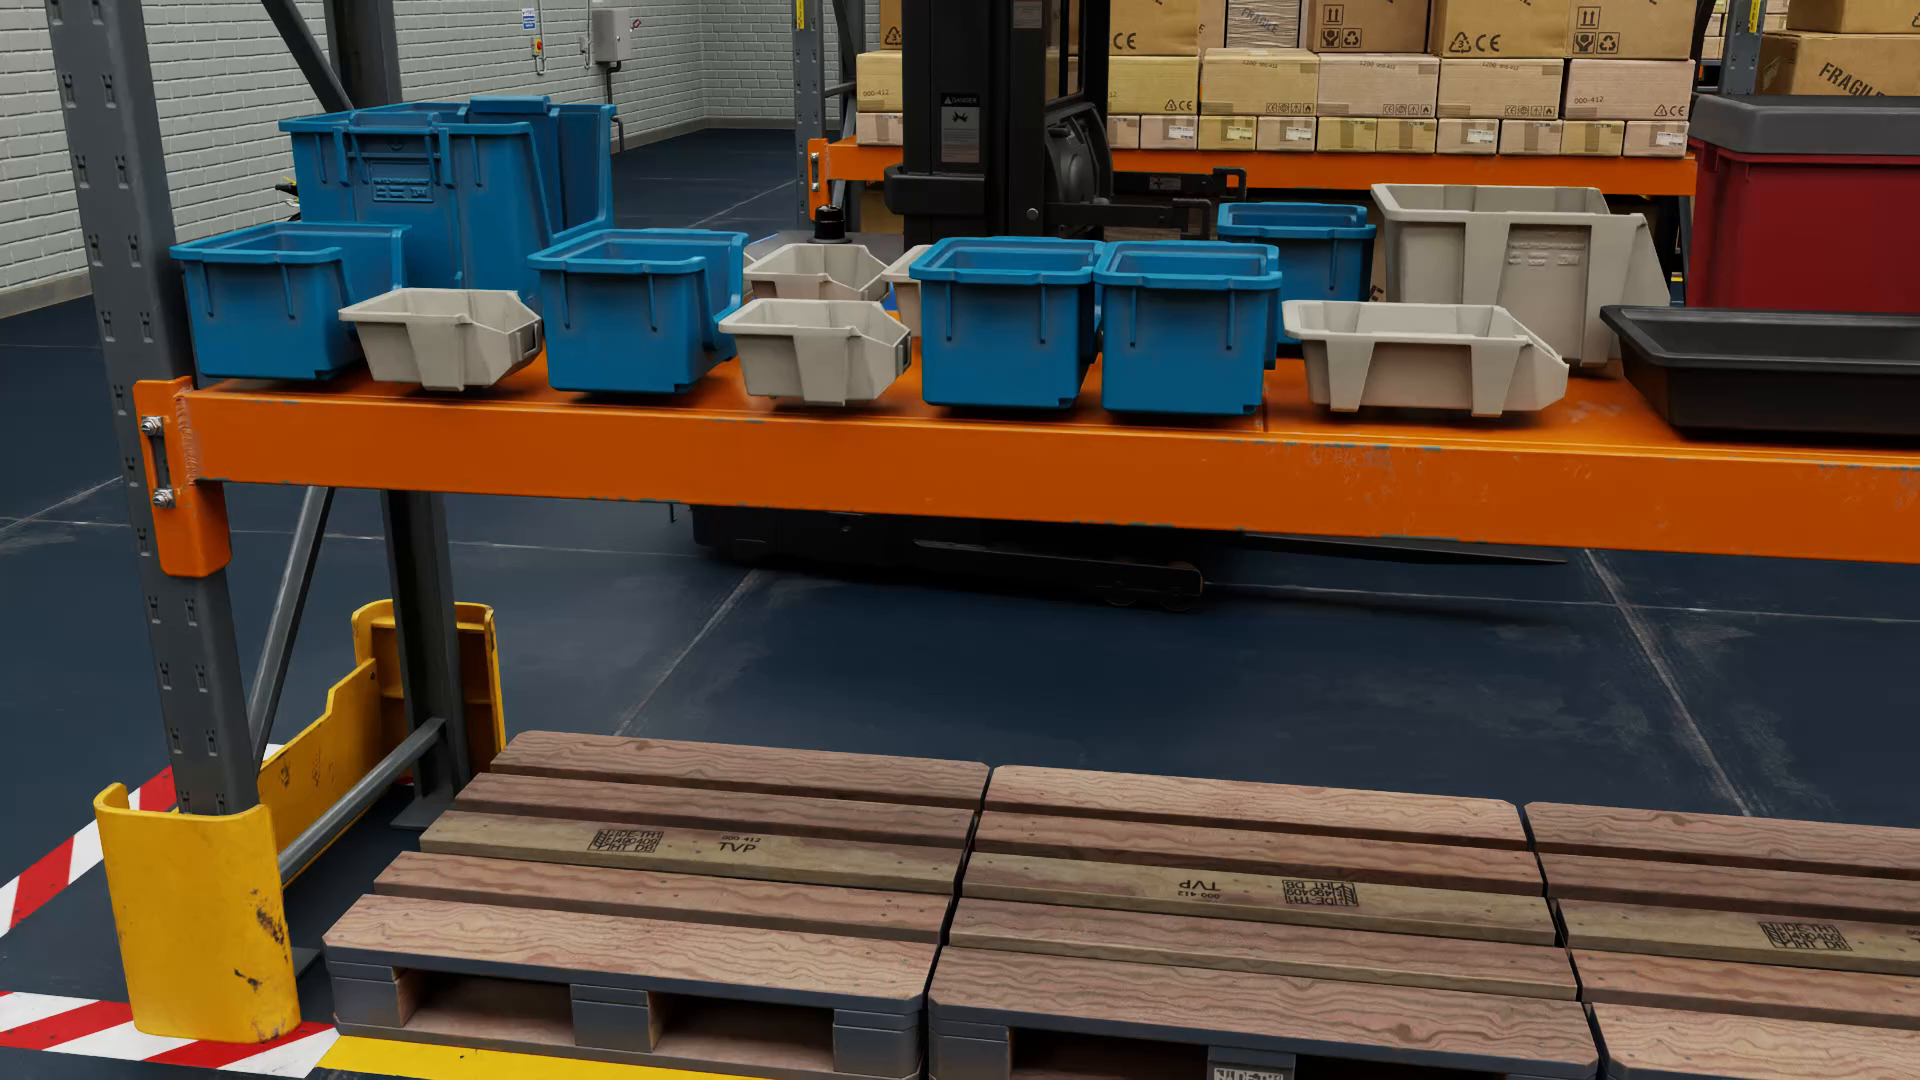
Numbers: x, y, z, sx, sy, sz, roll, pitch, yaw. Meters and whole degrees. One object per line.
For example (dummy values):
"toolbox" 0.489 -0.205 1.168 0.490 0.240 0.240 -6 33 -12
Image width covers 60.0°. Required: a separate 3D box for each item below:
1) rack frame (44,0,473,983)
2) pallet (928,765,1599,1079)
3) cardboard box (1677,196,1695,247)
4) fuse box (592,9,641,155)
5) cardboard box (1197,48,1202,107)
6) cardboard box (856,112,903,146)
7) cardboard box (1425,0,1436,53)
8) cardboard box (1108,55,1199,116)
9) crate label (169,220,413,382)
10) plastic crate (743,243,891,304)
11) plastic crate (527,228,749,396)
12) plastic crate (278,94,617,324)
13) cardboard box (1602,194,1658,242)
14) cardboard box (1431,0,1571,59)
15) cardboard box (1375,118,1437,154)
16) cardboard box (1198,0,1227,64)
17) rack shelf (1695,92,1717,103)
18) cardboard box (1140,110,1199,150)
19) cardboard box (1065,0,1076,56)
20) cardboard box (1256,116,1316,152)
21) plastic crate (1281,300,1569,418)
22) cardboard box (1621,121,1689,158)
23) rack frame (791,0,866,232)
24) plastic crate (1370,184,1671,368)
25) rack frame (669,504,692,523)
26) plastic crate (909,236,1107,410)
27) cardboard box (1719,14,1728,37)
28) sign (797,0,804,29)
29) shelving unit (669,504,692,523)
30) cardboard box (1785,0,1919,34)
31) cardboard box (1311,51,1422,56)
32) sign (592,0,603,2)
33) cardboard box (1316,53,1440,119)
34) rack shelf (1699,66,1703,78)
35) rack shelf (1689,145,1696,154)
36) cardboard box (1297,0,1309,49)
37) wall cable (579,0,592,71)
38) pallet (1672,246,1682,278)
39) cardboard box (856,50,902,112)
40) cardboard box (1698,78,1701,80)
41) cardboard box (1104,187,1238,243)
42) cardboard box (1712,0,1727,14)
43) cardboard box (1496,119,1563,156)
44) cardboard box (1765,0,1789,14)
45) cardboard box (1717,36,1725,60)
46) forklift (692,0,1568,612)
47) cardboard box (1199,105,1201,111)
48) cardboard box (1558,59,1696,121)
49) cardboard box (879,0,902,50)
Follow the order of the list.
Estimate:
"rack frame" -1.403 -0.611 3.401 0.127 3.000 1.000 3 19 9
"pallet" 0.607 0.827 3.498 1.213 0.211 1.003 3 19 9
"cardboard box" 5.429 -2.377 11.959 0.500 0.500 0.500 4 19 11
"fuse box" -4.139 -5.583 20.293 0.414 1.711 0.539 3 19 9
"cardboard box" 0.907 -2.240 8.038 0.500 0.250 0.500 2 19 7
"cardboard box" -0.319 -1.922 7.716 0.250 0.149 0.380 3 19 9
"cardboard box" 2.415 -2.518 7.687 0.500 0.500 0.500 3 19 9
"cardboard box" 0.824 -2.073 7.539 0.500 0.250 0.500 2 19 7
"crate label" -1.211 -0.444 3.073 0.303 0.233 0.416 3 19 9
"plastic crate" -0.285 -0.511 3.423 0.243 0.136 0.396 3 19 9
"plastic crate" -0.561 -0.411 2.974 0.300 0.233 0.416 3 19 9
"plastic crate" -1.042 -0.698 3.511 0.499 0.435 0.616 3 19 9
"cardboard box" 2.693 -1.211 7.882 0.875 0.875 0.875 3 19 9
"cardboard box" 2.342 -2.353 7.193 0.500 0.500 0.500 3 19 9
"cardboard box" 1.963 -1.806 7.371 0.250 0.149 0.380 3 19 10
"cardboard box" 1.683 -3.743 12.136 0.500 0.500 0.500 3 19 9
"rack shelf" 6.194 -3.068 11.879 4.000 0.370 1.077 3 19 9
"cardboard box" 0.951 -1.858 7.525 0.250 0.149 0.380 3 19 8
"cardboard box" 0.308 -2.454 7.496 0.500 0.500 0.500 2 19 7
"cardboard box" 1.459 -1.832 7.448 0.250 0.149 0.380 3 19 10
"plastic crate" 0.780 -0.306 2.812 0.466 0.136 0.293 3 19 9
"cardboard box" 2.979 -1.755 7.216 0.250 0.149 0.380 3 19 9
"rack frame" -0.617 -2.162 8.039 0.127 3.000 1.000 3 19 9
"plastic crate" 1.068 -0.516 3.211 0.530 0.282 0.437 3 19 9
"rack frame" -1.103 -0.595 6.427 0.008 1.050 0.200 5 19 15
"plastic crate" 0.089 -0.378 2.875 0.300 0.233 0.416 3 19 9
"cardboard box" 5.303 -3.529 11.388 0.250 0.149 0.380 2 19 6
"sign" -0.711 -2.437 7.370 0.005 0.325 0.100 3 19 9
"shelving unit" -0.985 -0.585 6.396 0.252 1.050 0.215 5 19 15
"cardboard box" 3.964 -2.455 7.174 0.637 0.503 0.797 2 19 7
"cardboard box" 1.907 -2.188 7.882 0.500 0.250 0.500 3 19 10
"sign" -4.352 -6.579 19.937 0.001 0.242 0.339 3 19 9
"cardboard box" 1.840 -2.022 7.387 0.500 0.250 0.500 3 19 10
"rack shelf" 6.879 -4.624 16.529 4.000 0.370 1.077 3 19 9
"rack shelf" 5.307 -1.519 7.250 4.000 0.370 1.077 3 19 9
"cardboard box" 2.693 -3.686 11.966 0.500 0.500 0.500 3 19 8
"wall cable" -4.403 -6.470 19.312 0.122 1.984 0.588 3 19 9
"pallet" 4.988 -2.149 12.393 1.213 0.211 1.003 3 19 9
"cardboard box" -0.186 -2.124 7.690 0.500 0.250 0.500 2 19 7
"cardboard box" 7.305 -4.163 16.705 0.875 0.875 0.875 3 19 9
"cardboard box" 0.926 -1.301 8.151 0.875 0.875 0.875 3 19 9
"cardboard box" 5.064 -3.682 11.378 0.250 0.149 0.380 3 19 9
"cardboard box" 2.472 -1.781 7.293 0.250 0.149 0.380 3 19 8
"cardboard box" 5.563 -3.656 11.300 0.250 0.149 0.380 3 19 8
"cardboard box" 5.304 -3.387 11.433 0.250 0.149 0.380 3 19 9
"forklift" 0.600 -1.337 5.680 3.031 2.935 1.130 5 19 15
"cardboard box" 1.296 -2.052 8.103 0.250 0.149 0.380 3 19 10
"cardboard box" 2.855 -1.971 7.234 0.500 0.250 0.500 3 19 8
"cardboard box" -0.094 -2.646 8.069 0.500 0.500 0.500 3 19 9
